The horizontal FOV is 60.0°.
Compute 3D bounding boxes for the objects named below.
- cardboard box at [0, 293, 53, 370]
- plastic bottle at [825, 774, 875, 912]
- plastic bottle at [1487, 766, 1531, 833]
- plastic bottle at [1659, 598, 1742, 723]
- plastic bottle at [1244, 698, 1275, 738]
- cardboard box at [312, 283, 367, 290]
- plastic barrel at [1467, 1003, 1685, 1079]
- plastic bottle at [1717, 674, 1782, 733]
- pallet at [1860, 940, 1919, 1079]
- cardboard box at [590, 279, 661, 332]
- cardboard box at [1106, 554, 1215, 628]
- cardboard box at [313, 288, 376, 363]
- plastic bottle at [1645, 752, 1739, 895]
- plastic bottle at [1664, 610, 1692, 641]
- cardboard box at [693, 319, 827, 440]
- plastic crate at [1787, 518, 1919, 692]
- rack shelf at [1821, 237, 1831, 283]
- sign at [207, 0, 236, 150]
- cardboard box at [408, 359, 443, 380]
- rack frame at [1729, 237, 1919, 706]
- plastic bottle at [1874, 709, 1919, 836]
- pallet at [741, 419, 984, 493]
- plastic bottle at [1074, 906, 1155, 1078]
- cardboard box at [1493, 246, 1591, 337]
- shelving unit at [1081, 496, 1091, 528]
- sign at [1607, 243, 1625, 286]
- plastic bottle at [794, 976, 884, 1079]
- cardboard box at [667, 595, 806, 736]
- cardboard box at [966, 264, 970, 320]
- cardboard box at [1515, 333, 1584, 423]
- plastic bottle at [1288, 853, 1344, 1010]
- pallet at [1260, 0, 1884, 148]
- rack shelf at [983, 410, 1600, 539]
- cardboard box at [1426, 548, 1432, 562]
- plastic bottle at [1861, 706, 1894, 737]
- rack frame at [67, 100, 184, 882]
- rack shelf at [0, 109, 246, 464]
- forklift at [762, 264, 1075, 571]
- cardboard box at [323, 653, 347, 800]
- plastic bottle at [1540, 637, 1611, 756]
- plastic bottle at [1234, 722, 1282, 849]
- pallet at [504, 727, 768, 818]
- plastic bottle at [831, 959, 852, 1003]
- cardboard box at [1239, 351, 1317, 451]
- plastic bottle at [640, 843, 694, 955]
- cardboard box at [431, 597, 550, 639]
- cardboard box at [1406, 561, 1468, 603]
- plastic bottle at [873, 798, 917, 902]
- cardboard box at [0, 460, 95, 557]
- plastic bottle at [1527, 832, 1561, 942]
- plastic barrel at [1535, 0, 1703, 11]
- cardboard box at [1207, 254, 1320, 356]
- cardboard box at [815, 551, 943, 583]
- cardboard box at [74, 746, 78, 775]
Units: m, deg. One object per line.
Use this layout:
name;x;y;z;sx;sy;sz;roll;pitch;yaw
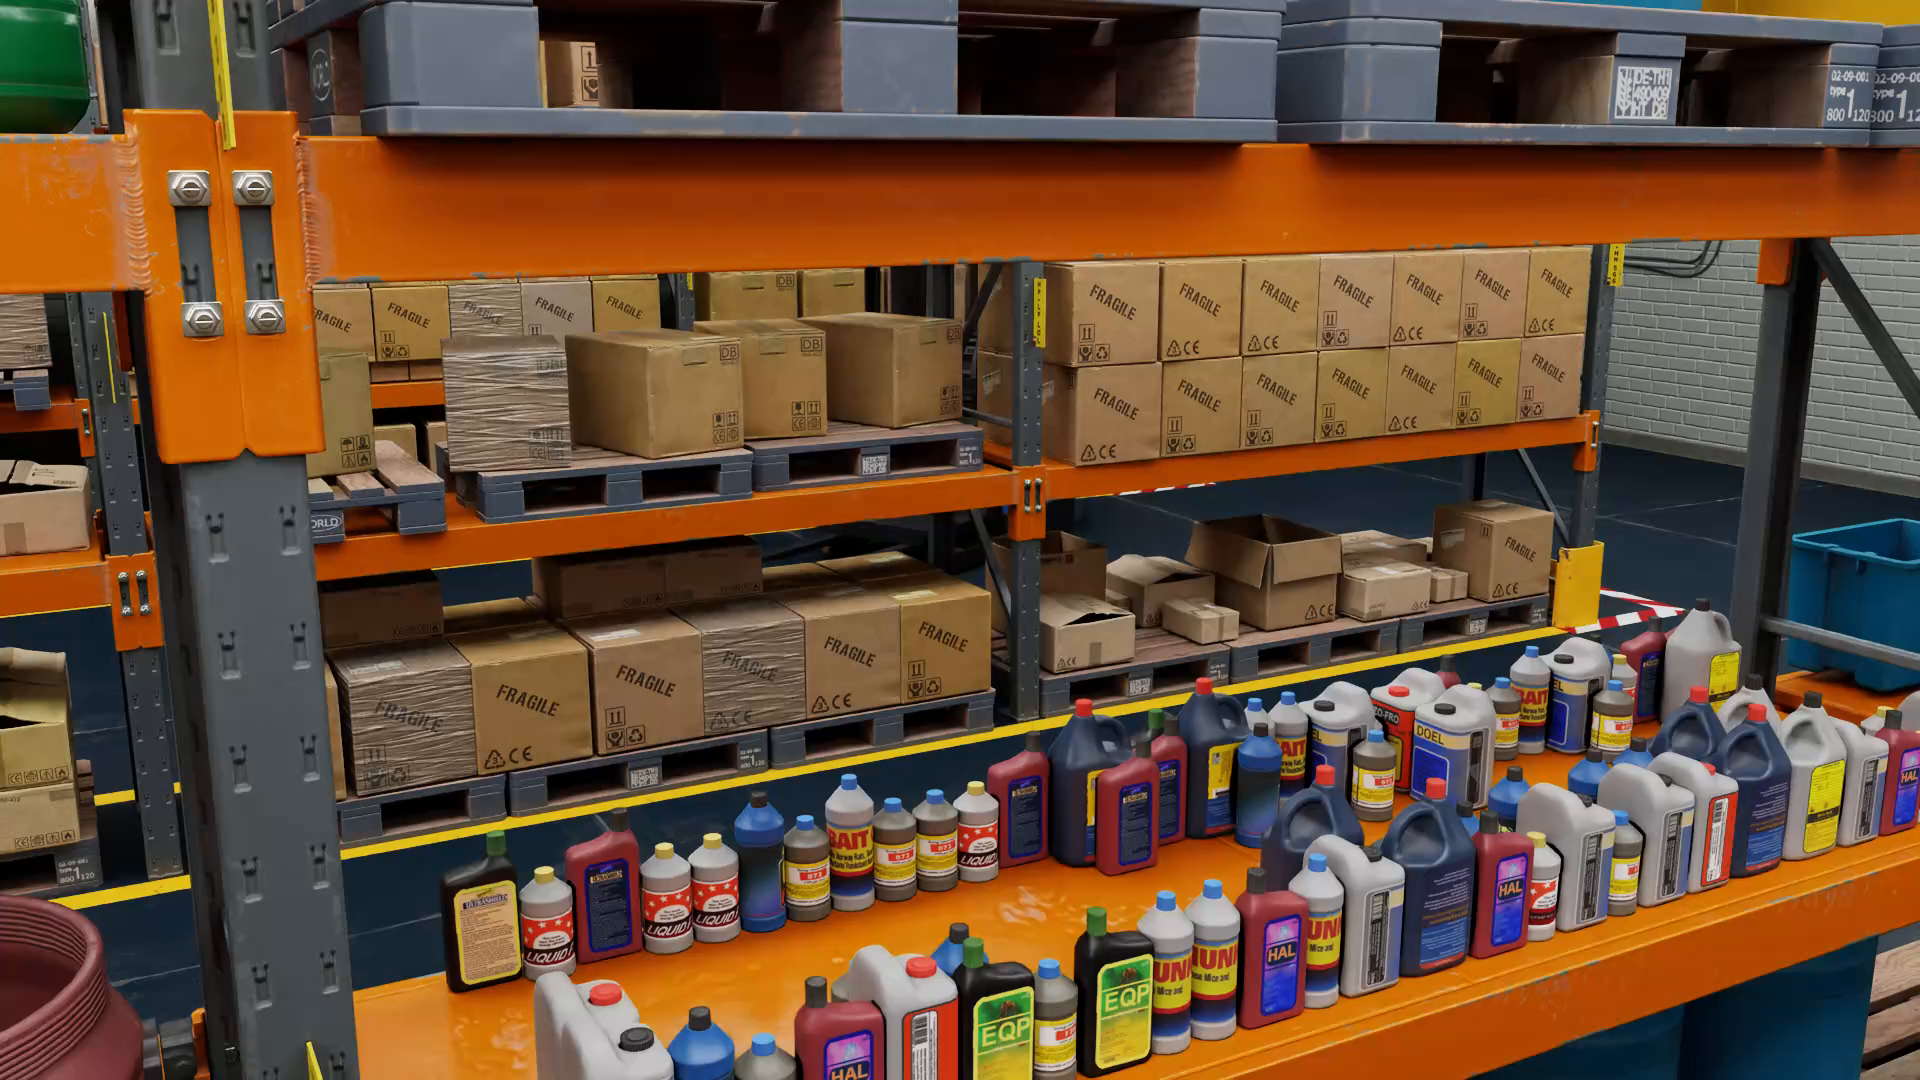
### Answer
cardboard box;-6.182;-1.378;10.669;0.500;0.500;0.700;-9;15;-34
plastic bottle;-0.223;0.608;3.370;0.097;0.271;0.097;0;13;0
plastic bottle;1.131;0.597;3.417;0.097;0.271;0.097;0;13;0
plastic bottle;1.983;0.326;4.443;0.185;0.351;0.144;-7;14;-28
plastic bottle;0.678;0.500;3.850;0.097;0.271;0.097;0;13;0
cardboard box;-4.344;-1.843;11.309;0.500;0.250;0.500;-7;14;-27
plastic barrel;1.376;1.270;3.957;0.708;0.901;0.600;-7;14;-28
plastic bottle;1.764;0.479;3.762;0.185;0.351;0.144;-7;14;-28
pallet;3.110;1.598;5.026;1.213;0.211;1.003;-7;14;-28
cardboard box;-2.548;-1.693;12.349;0.500;0.500;0.500;-7;15;-29
cardboard box;1.136;0.271;9.693;0.500;0.311;0.500;-7;14;-28
cardboard box;-4.326;-1.476;11.387;0.500;0.500;0.500;-7;14;-28
plastic bottle;1.529;0.578;3.489;0.135;0.276;0.152;-7;14;-28
plastic bottle;1.957;0.336;4.550;0.133;0.283;0.061;-7;14;-28
cardboard box;-0.983;-0.795;8.124;0.500;0.500;0.700;-4;13;-19
plastic crate;2.729;0.186;4.849;0.575;0.384;0.392;-7;14;-28
rack shelf;4.239;-1.000;5.028;4.000;0.370;1.077;-7;14;-28
sign;-0.758;-0.564;1.688;0.005;0.325;0.100;-7;14;-28
cardboard box;-3.800;-1.233;11.781;0.250;0.149;0.380;-6;14;-26
rack frame;2.483;0.323;4.343;0.127;3.000;1.000;-7;14;-28
plastic bottle;2.111;0.517;3.748;0.133;0.283;0.061;-7;14;-28
pallet;-0.641;-0.476;8.328;1.213;0.211;1.003;-7;14;-28
plastic bottle;0.255;0.739;2.759;0.133;0.283;0.061;-7;14;-28
cardboard box;3.365;-1.490;9.892;0.500;0.500;0.500;-7;14;-28
shelving unit;0.968;-0.711;12.997;0.189;1.200;0.258;11;15;12
sign;3.872;-1.663;9.810;0.005;0.325;0.100;-7;14;-28
plastic bottle;-0.183;0.791;2.526;0.133;0.283;0.061;-7;14;-28
cardboard box;-1.061;0.583;7.879;0.500;0.500;0.500;-7;14;-27
cardboard box;0.171;-2.019;14.067;0.700;0.700;0.980;-7;14;-28
cardboard box;3.361;-1.002;10.003;0.500;0.500;0.500;-6;14;-26
plastic bottle;0.636;0.695;2.984;0.097;0.271;0.097;0;13;0
pallet;0.848;-0.827;3.052;1.213;0.211;1.003;-7;14;-28
rack shelf;1.868;-0.492;9.601;4.000;0.370;1.077;-7;14;-28
cardboard box;2.872;0.119;10.701;0.250;0.166;0.380;-7;14;-28
plastic bottle;2.216;0.501;4.002;0.097;0.201;0.097;0;13;0
rack frame;-3.398;-0.211;6.717;0.127;3.000;1.000;-7;14;-28
rack shelf;-2.783;-0.158;1.288;4.000;0.370;1.077;-7;14;-28
forklift;-0.361;-1.293;11.678;1.130;2.935;3.031;9;15;33
cardboard box;-2.861;0.801;6.911;0.500;0.500;0.500;-6;14;-25
plastic bottle;1.573;0.397;4.296;0.135;0.276;0.152;-7;14;-28
plastic bottle;0.661;0.538;3.681;0.097;0.271;0.097;0;13;0
pallet;-1.655;0.950;7.906;1.213;0.211;1.003;-7;14;-28
plastic bottle;-0.163;0.786;2.735;0.097;0.201;0.097;0;13;0
cardboard box;1.579;-0.789;9.055;0.500;0.500;0.500;-7;14;-28
plastic bottle;-0.565;0.683;3.196;0.097;0.201;0.097;0;13;0
cardboard box;-2.235;0.595;7.823;0.500;0.500;0.500;-7;15;-30
cardboard box;2.866;0.245;10.142;0.250;0.166;0.380;-7;14;-28
plastic bottle;-0.137;0.632;3.423;0.097;0.201;0.097;0;13;0
cardboard box;-3.738;-0.138;6.594;0.500;0.311;0.500;-6;14;-24
plastic bottle;1.118;0.671;3.249;0.097;0.201;0.097;0;13;0
plastic barrel;1.058;-1.381;2.984;0.708;0.901;0.600;-7;14;-28
cardboard box;1.566;-1.273;8.927;0.500;0.500;0.500;-7;15;-30
cardboard box;-0.428;0.377;8.795;0.500;0.500;0.500;-8;15;-30
cardboard box;-3.998;0.924;6.979;0.500;0.250;0.500;-7;14;-28
